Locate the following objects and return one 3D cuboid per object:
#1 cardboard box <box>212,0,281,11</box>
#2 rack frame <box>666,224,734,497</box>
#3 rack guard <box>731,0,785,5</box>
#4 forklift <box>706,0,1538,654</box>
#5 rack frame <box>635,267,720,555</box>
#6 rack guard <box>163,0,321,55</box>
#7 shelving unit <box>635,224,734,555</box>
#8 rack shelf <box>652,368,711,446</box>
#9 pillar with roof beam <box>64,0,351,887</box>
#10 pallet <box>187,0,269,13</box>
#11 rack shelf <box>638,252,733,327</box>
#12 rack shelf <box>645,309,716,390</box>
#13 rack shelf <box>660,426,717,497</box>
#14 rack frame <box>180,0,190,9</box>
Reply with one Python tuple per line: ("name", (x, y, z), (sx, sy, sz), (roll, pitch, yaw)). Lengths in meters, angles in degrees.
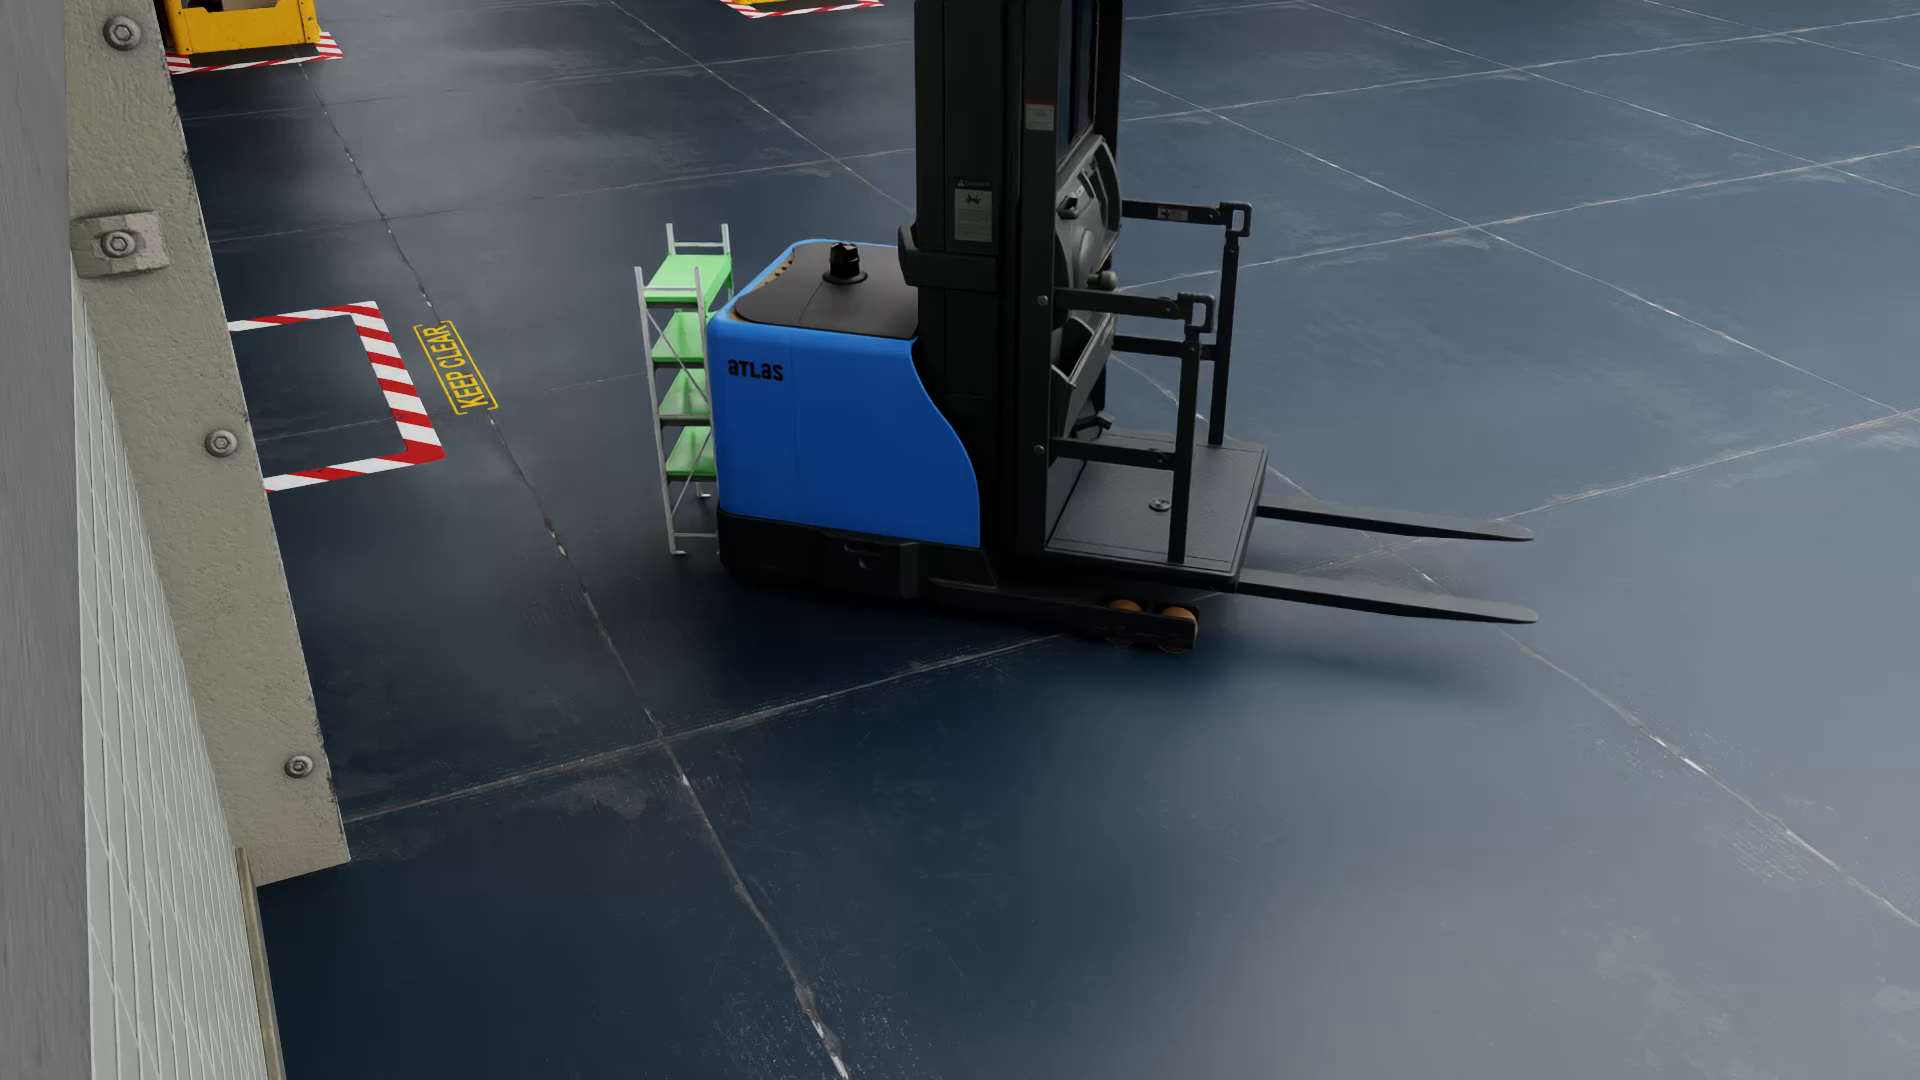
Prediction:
("cardboard box", (-6.350, -4.911, 14.741), (0.500, 0.311, 0.500), (-17, 33, -28))
("rack frame", (-1.013, -0.708, 6.779), (0.240, 1.200, 0.015), (1, 29, 5))
("rack guard", (-1.651, -5.509, 16.062), (1.175, 0.500, 0.348), (-13, 32, -22))
("forklift", (0.643, -1.157, 5.816), (3.031, 2.935, 1.130), (8, 30, 14))
("rack frame", (-1.053, -0.470, 6.355), (0.240, 1.200, 0.015), (1, 29, 5))
("rack guard", (-6.167, -4.511, 14.283), (1.175, 0.500, 0.348), (-13, 32, -22))
("shelving unit", (-1.033, -0.589, 6.567), (0.258, 1.200, 0.503), (1, 29, 5))
("rack shelf", (-1.031, -0.533, 6.598), (0.258, 0.148, 0.480), (1, 29, 5))
("pillar with roof beam", (1.824, -3.915, 4.531), (9.100, 9.000, 0.400), (-13, 32, -22))
("pallet", (-6.483, -4.751, 15.007), (1.003, 0.211, 1.213), (-13, 32, -22))
("rack shelf", (-1.043, -0.952, 6.364), (0.258, 0.148, 0.480), (1, 29, 5))
("rack shelf", (-1.037, -0.743, 6.481), (0.258, 0.148, 0.480), (1, 29, 5))
("rack shelf", (-1.025, -0.324, 6.715), (0.258, 0.148, 0.480), (1, 29, 5))
("rack frame", (-6.134, -5.568, 13.612), (1.000, 3.000, 0.127), (-13, 32, -22))
